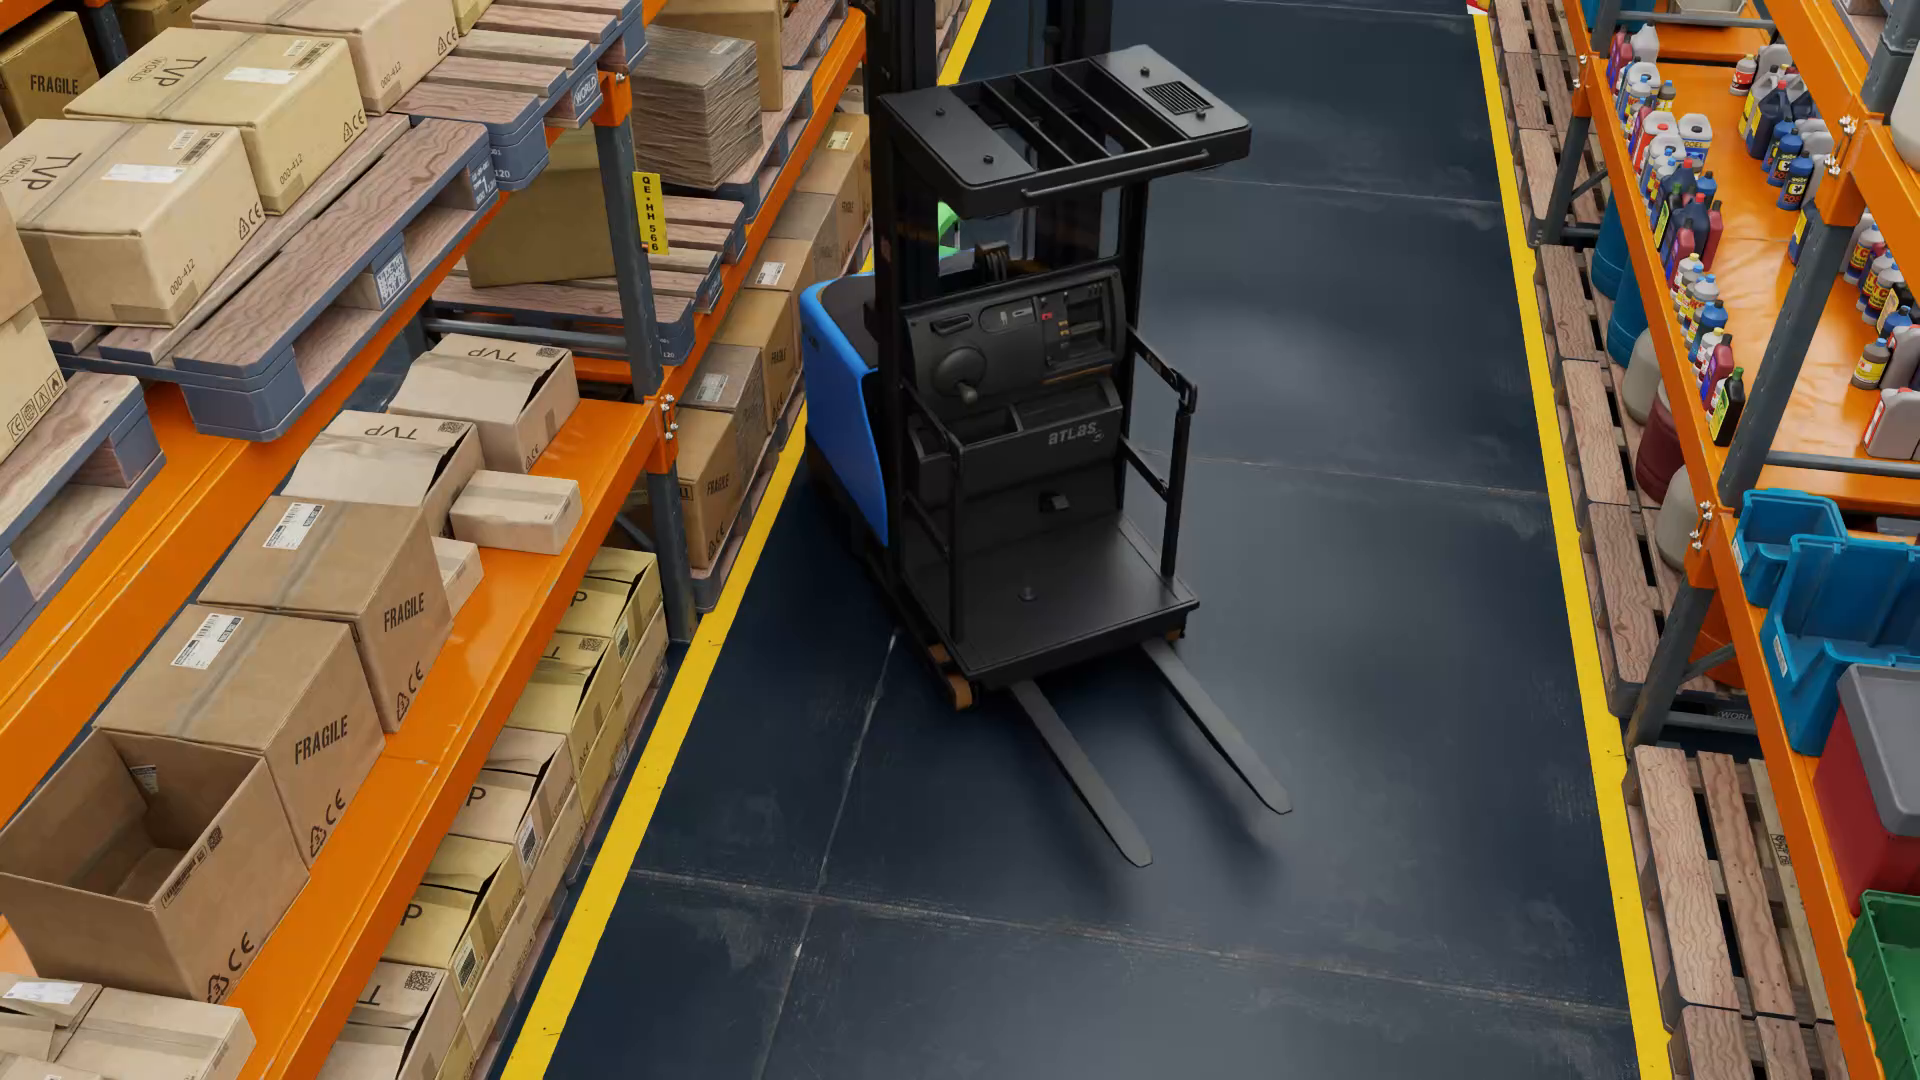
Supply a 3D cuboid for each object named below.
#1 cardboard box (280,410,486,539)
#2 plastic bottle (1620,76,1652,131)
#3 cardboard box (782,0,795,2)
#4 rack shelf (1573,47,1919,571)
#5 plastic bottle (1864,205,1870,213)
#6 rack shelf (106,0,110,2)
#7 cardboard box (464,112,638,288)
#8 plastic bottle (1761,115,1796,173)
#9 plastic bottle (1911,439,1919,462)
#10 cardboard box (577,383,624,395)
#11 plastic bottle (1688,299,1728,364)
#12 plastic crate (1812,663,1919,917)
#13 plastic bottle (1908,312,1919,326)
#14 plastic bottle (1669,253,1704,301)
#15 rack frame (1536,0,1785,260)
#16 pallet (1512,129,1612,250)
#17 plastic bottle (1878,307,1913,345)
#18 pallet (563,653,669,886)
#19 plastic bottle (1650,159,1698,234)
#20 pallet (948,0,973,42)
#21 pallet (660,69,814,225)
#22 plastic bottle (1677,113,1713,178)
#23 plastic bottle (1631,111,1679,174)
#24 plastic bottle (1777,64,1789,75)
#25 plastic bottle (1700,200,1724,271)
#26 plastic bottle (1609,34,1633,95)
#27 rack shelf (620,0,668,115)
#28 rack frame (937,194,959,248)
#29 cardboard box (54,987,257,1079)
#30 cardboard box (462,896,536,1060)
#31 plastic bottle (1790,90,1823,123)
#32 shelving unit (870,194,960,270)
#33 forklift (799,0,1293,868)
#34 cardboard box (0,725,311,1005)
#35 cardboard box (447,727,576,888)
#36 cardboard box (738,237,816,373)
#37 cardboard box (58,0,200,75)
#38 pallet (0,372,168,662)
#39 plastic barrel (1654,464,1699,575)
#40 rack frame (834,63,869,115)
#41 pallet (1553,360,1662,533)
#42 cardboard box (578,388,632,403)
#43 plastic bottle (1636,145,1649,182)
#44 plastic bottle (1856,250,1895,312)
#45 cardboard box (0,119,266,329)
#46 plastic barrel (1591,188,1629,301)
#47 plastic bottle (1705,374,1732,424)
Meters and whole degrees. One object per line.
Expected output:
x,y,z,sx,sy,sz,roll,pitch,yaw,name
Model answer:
-2.009,-0.216,5.824,0.500,0.311,0.500,6,40,7,cardboard box
3.341,-2.154,8.200,0.097,0.271,0.097,0,40,0,plastic bottle
-1.274,-3.228,8.989,0.700,0.500,0.500,-6,40,-7,cardboard box
3.560,-1.220,7.532,1.077,0.370,4.000,6,40,8,rack shelf
3.879,-1.429,7.259,0.144,0.351,0.185,6,40,8,plastic bottle
-5.505,-4.822,11.890,1.077,0.370,4.000,6,40,8,rack shelf
-1.666,-1.398,6.776,0.700,0.500,0.500,-6,40,-7,cardboard box
3.880,-1.876,7.862,0.097,0.271,0.097,0,40,0,plastic bottle
3.607,-0.430,6.110,0.152,0.276,0.135,6,40,8,plastic bottle
-1.727,-0.934,7.650,0.500,0.250,0.500,8,40,9,cardboard box
2.976,-0.830,6.598,0.097,0.271,0.097,0,40,0,plastic bottle
2.633,0.714,4.579,0.402,0.464,0.583,6,40,8,plastic crate
3.756,-0.802,6.554,0.061,0.283,0.133,6,40,8,plastic bottle
3.060,-1.109,6.990,0.097,0.201,0.097,0,40,0,plastic bottle
3.906,-2.752,8.821,1.000,3.000,0.127,6,40,8,rack frame
3.995,-2.143,10.273,1.003,0.211,1.213,6,40,8,pallet
3.675,-0.795,6.555,0.097,0.271,0.097,0,40,0,plastic bottle
-1.845,0.797,6.717,1.003,0.211,1.213,6,40,8,pallet
3.186,-1.536,7.389,0.144,0.351,0.185,6,40,8,plastic bottle
-0.430,-4.188,12.747,1.003,0.211,1.213,6,40,8,pallet
-1.332,-1.937,7.986,1.003,0.211,1.213,6,40,8,pallet
3.441,-1.858,7.837,0.152,0.276,0.135,6,40,8,plastic bottle
3.291,-1.875,7.857,0.152,0.276,0.135,6,40,8,plastic bottle
4.164,-2.317,8.451,0.097,0.201,0.097,0,40,0,plastic bottle
3.236,-1.315,7.175,0.061,0.283,0.133,6,40,8,plastic bottle
3.400,-2.440,8.536,0.061,0.283,0.133,6,40,8,plastic bottle
-1.318,-2.924,7.240,1.077,0.370,4.000,6,40,8,rack shelf
-0.118,-1.305,8.483,0.240,1.200,0.015,15,42,17,rack frame
-2.001,1.283,4.138,0.380,0.149,0.250,6,40,8,cardboard box
-1.776,1.427,5.595,0.500,0.250,0.500,7,40,9,cardboard box
4.038,-2.004,7.955,0.144,0.351,0.185,6,40,8,plastic bottle
-0.213,-1.161,8.310,0.258,1.200,0.503,15,42,17,shelving unit
0.324,-0.730,6.429,1.130,2.935,3.031,-16,42,-19,forklift
-2.116,0.871,4.361,0.500,0.500,0.500,9,40,11,cardboard box
-1.685,0.891,5.804,0.500,0.311,0.500,6,40,7,cardboard box
-1.041,-1.222,8.587,0.500,0.500,0.500,5,40,6,cardboard box
-5.621,-3.501,11.359,0.700,0.500,0.500,7,40,8,cardboard box
-2.216,0.083,3.189,0.805,0.209,1.217,5,40,6,pallet
3.292,-0.118,7.258,0.421,0.512,0.421,0,40,0,plastic barrel
-0.972,-3.300,9.485,1.000,3.000,0.127,6,40,8,rack frame
3.523,-0.430,8.201,1.003,0.211,1.213,6,40,8,pallet
-1.733,-0.609,7.846,0.500,0.500,0.500,8,40,9,cardboard box
3.244,-1.776,7.797,0.097,0.201,0.097,0,40,0,plastic bottle
3.814,-1.078,6.897,0.097,0.271,0.097,0,40,0,plastic bottle
-1.965,-0.733,3.814,0.500,0.250,0.500,3,40,4,cardboard box
3.796,-1.766,8.945,0.600,0.901,0.708,6,40,8,plastic barrel
2.902,-0.536,6.297,0.097,0.201,0.097,0,40,0,plastic bottle
